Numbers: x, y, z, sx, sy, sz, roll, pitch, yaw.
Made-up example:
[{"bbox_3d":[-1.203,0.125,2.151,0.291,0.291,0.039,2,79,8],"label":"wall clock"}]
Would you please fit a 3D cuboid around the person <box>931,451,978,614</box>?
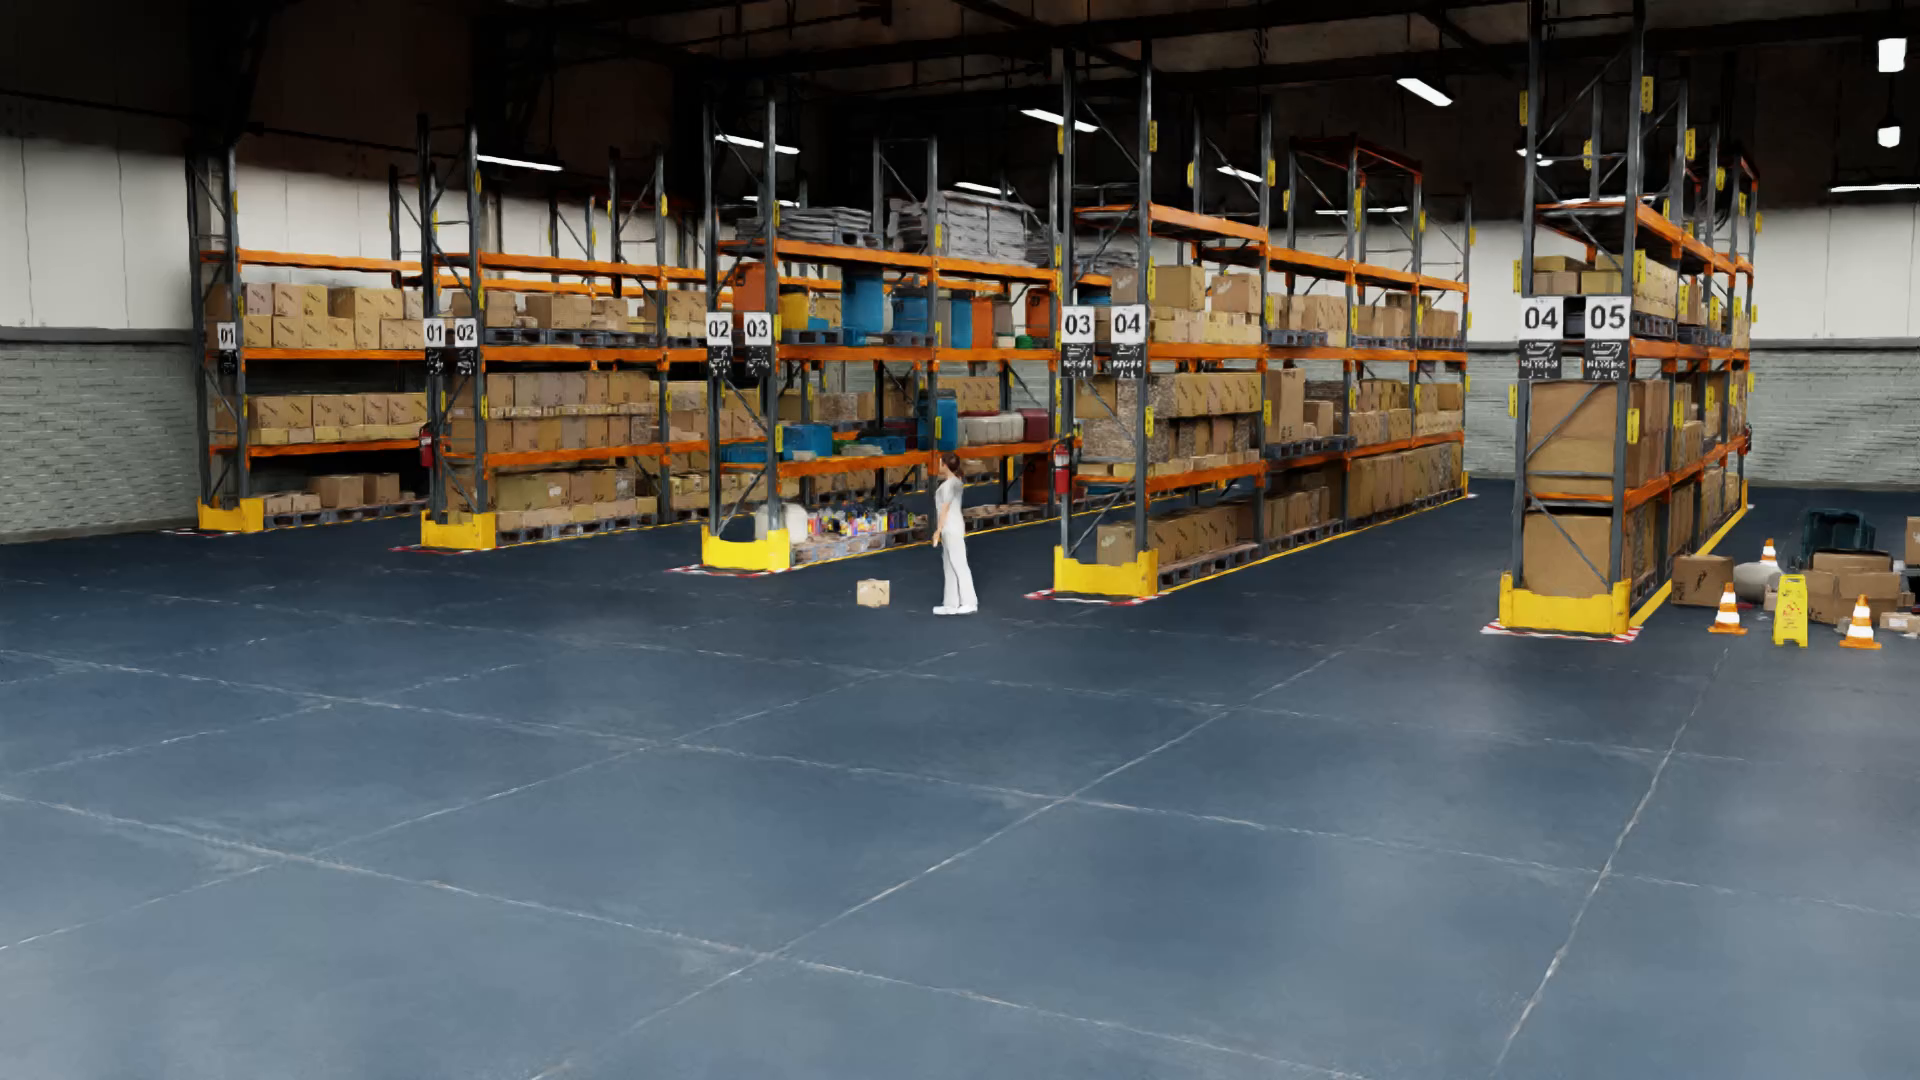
[{"bbox_3d":[-0.053,-0.068,16.960,0.478,1.676,0.450,0,6,4],"label":"person"}]
